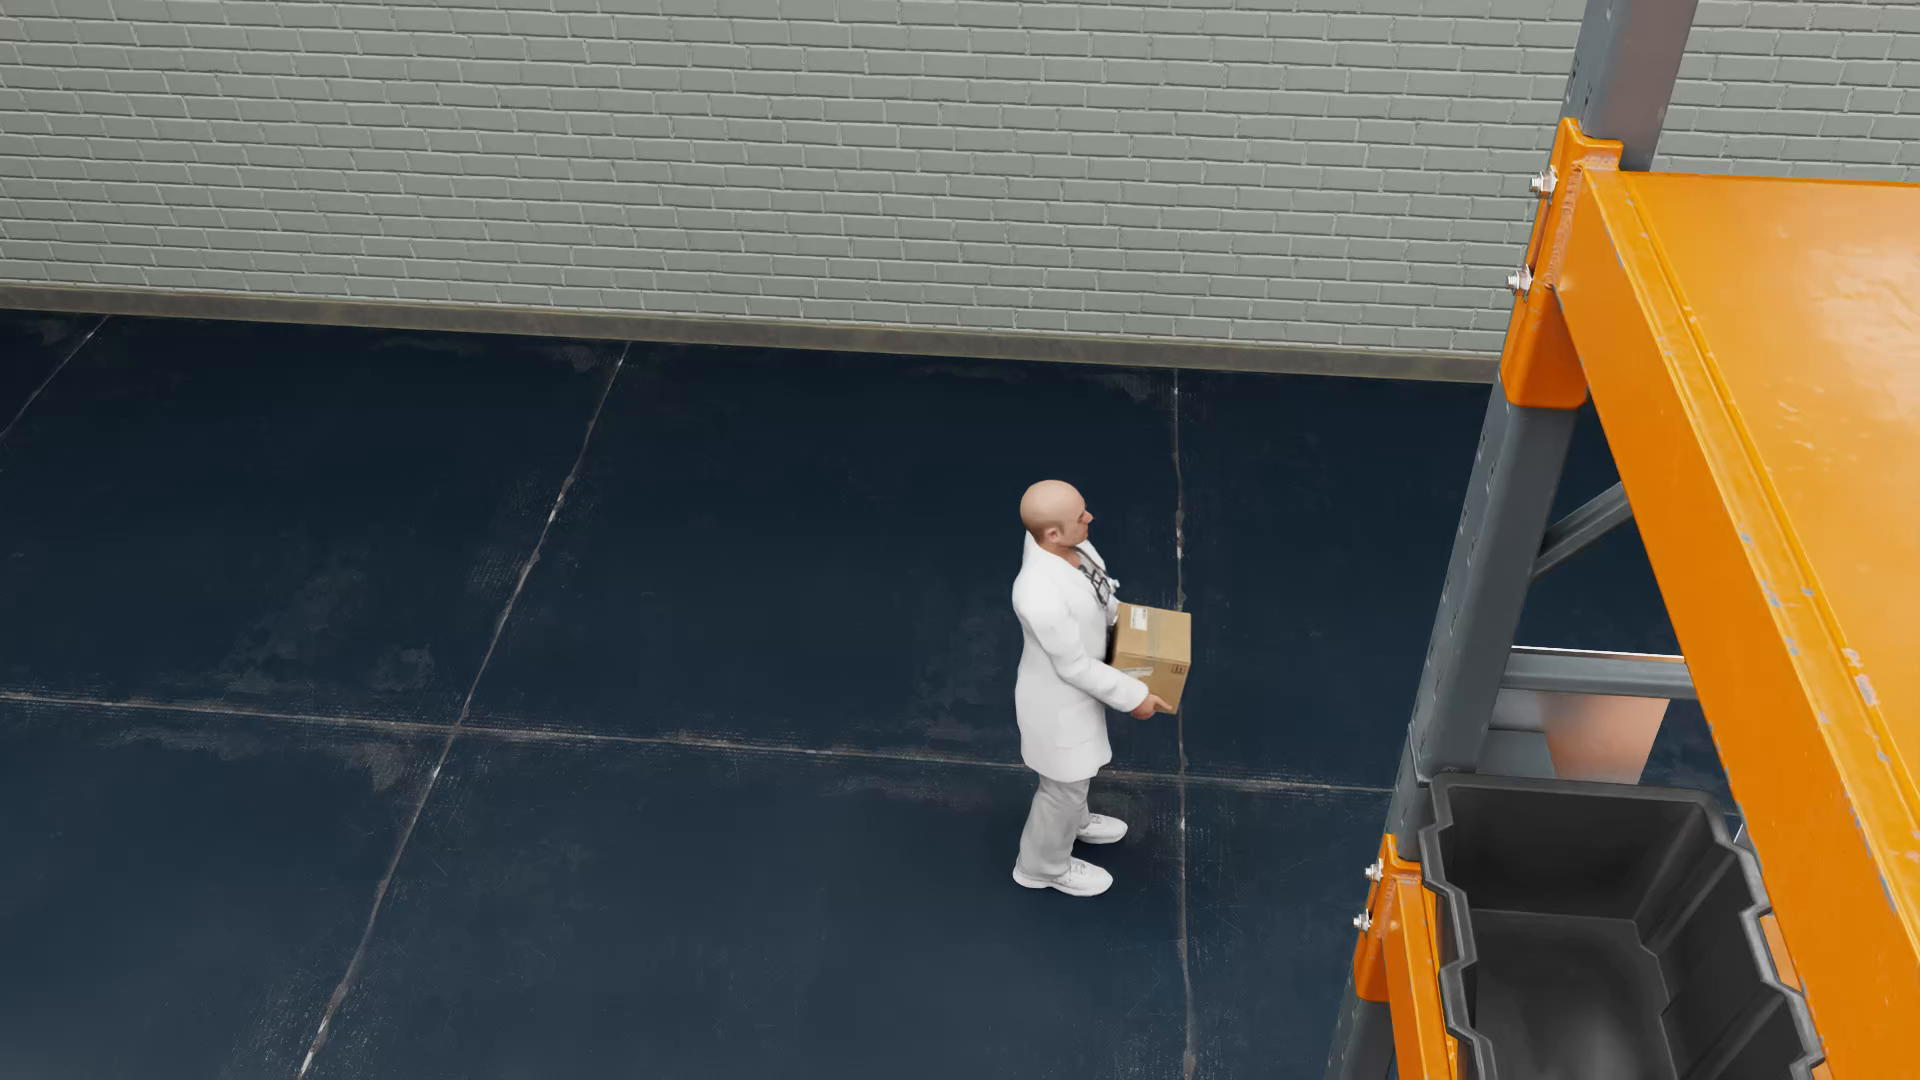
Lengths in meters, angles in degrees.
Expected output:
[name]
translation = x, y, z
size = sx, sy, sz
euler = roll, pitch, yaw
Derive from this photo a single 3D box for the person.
[person]
translation = 0.459, 0.527, 5.827
size = 0.553, 1.772, 0.529
euler = 4, 40, 5
